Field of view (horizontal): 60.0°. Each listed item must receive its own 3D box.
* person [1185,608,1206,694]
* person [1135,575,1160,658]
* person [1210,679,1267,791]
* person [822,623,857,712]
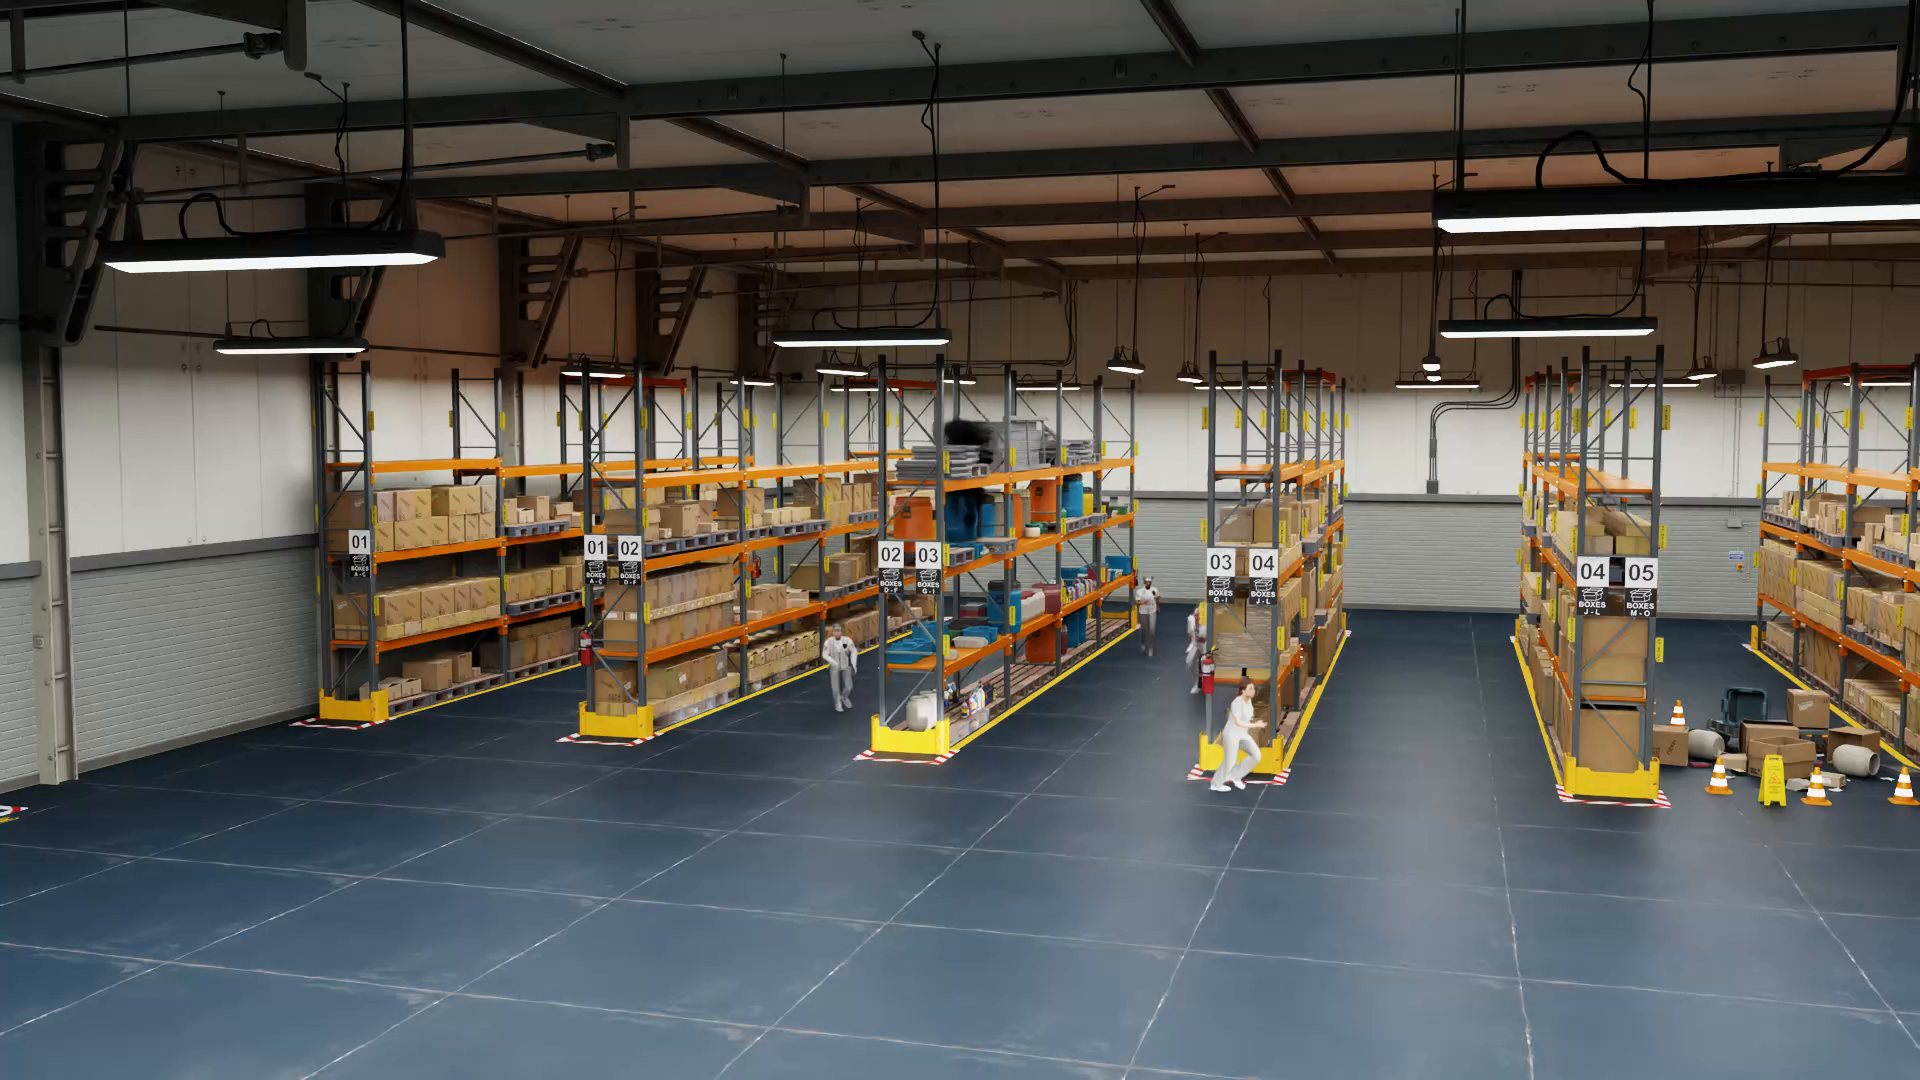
[{"bbox_3d":[4.448,2.006,30.566,0.734,1.601,1.185,2,5,28],"label":"person"},{"bbox_3d":[4.017,1.614,35.593,0.553,1.727,0.862,0,4,3],"label":"person"},{"bbox_3d":[3.748,2.598,22.278,0.856,1.516,0.565,3,5,40],"label":"person"},{"bbox_3d":[-2.059,2.185,28.514,0.603,1.574,0.720,0,4,-6],"label":"person"}]
